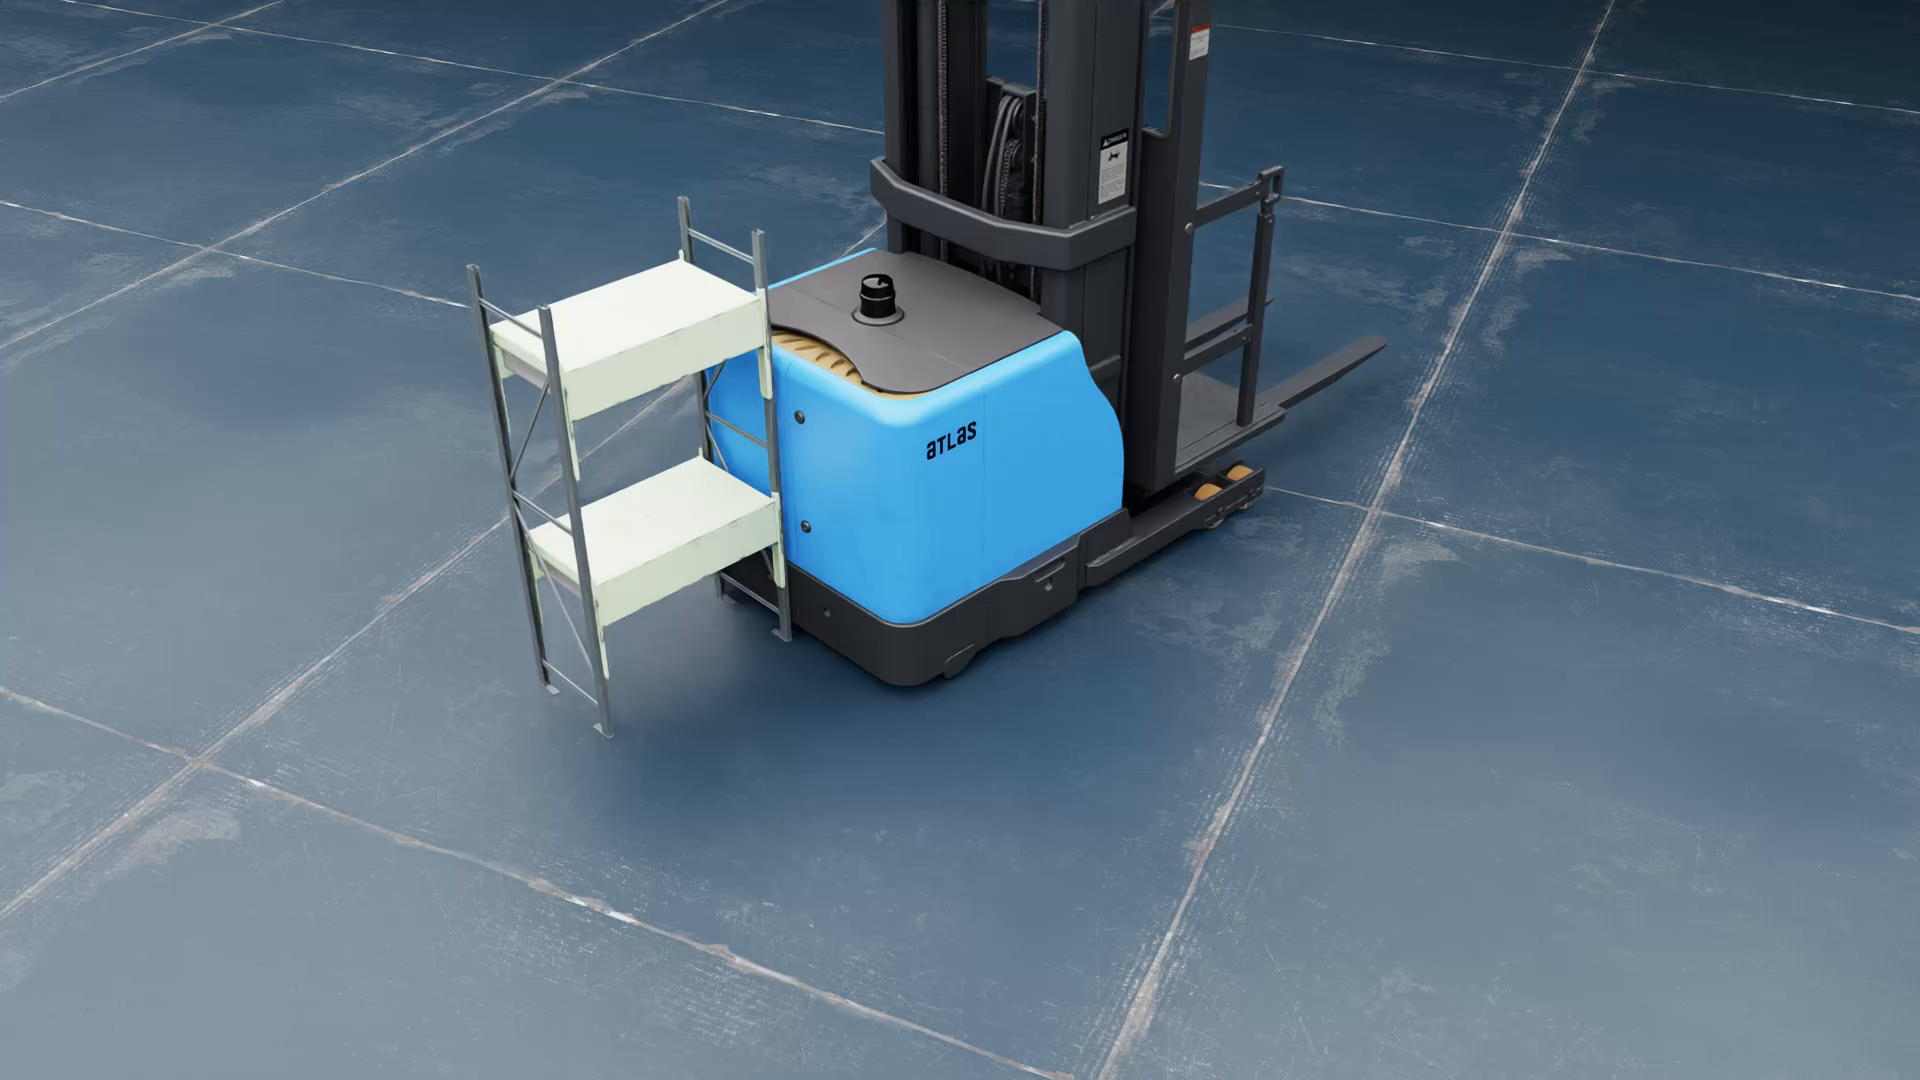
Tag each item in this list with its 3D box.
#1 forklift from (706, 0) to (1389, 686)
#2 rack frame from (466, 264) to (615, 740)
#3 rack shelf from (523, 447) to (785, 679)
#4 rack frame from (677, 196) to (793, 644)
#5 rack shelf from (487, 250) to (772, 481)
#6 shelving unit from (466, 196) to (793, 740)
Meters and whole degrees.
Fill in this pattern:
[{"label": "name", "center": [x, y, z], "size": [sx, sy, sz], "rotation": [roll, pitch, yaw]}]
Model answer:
[{"label": "forklift", "center": [0.535, -1.452, 5.792], "size": [3.031, 2.935, 1.130], "rotation": [-28, 43, -36]}, {"label": "rack frame", "center": [-1.247, -0.073, 4.993], "size": [0.023, 1.500, 0.400], "rotation": [-28, 43, -36]}, {"label": "rack shelf", "center": [-0.985, 0.059, 5.387], "size": [0.720, 0.370, 0.431], "rotation": [-28, 43, -36]}, {"label": "rack frame", "center": [-0.724, -0.354, 5.422], "size": [0.023, 1.500, 0.400], "rotation": [-28, 43, -36]}, {"label": "rack shelf", "center": [-0.985, -0.540, 4.994], "size": [0.720, 0.370, 0.431], "rotation": [-28, 43, -36]}, {"label": "shelving unit", "center": [-0.985, -0.213, 5.208], "size": [0.755, 1.500, 0.431], "rotation": [-28, 43, -36]}]
